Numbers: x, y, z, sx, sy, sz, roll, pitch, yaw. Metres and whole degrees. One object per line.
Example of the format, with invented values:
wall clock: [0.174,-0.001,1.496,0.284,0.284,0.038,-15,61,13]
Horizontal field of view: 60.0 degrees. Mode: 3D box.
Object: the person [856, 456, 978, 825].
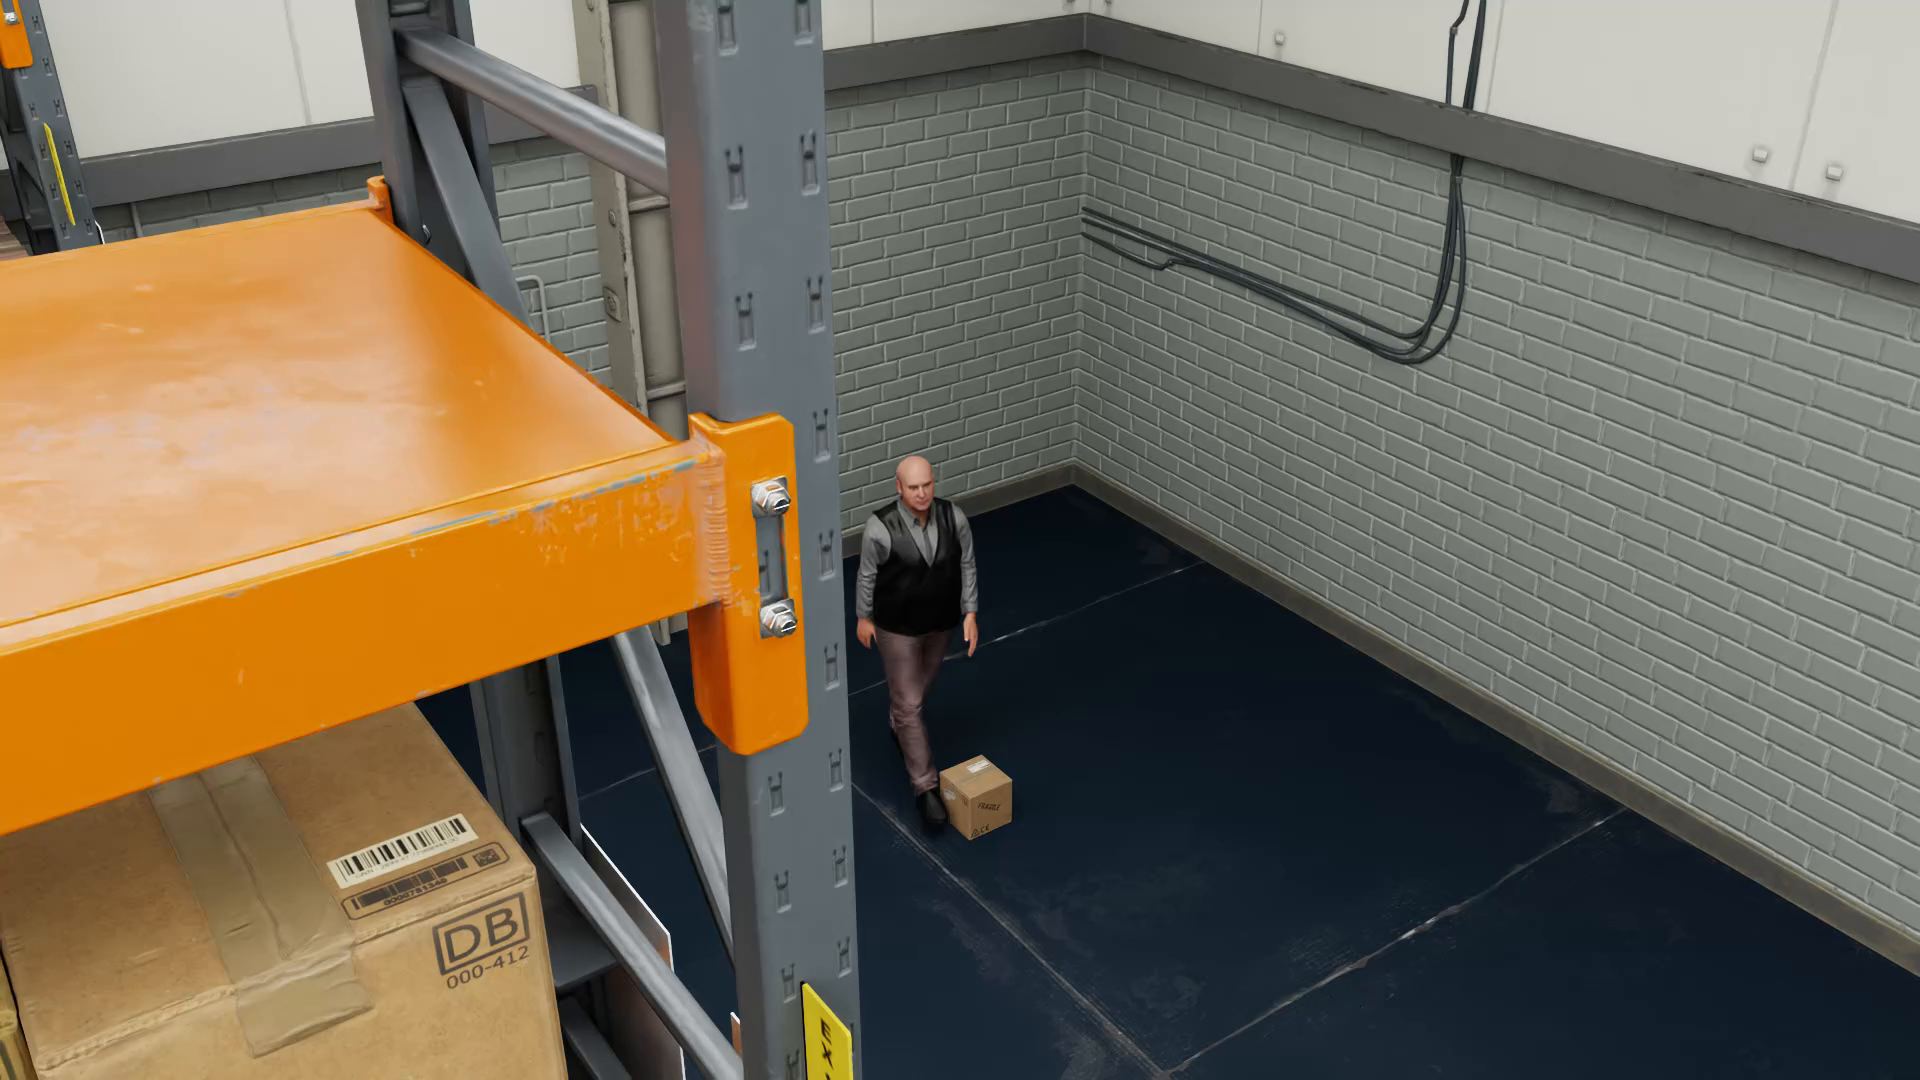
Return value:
person: [-0.131,0.435,7.814,0.549,1.690,0.920,-14,32,-25]
